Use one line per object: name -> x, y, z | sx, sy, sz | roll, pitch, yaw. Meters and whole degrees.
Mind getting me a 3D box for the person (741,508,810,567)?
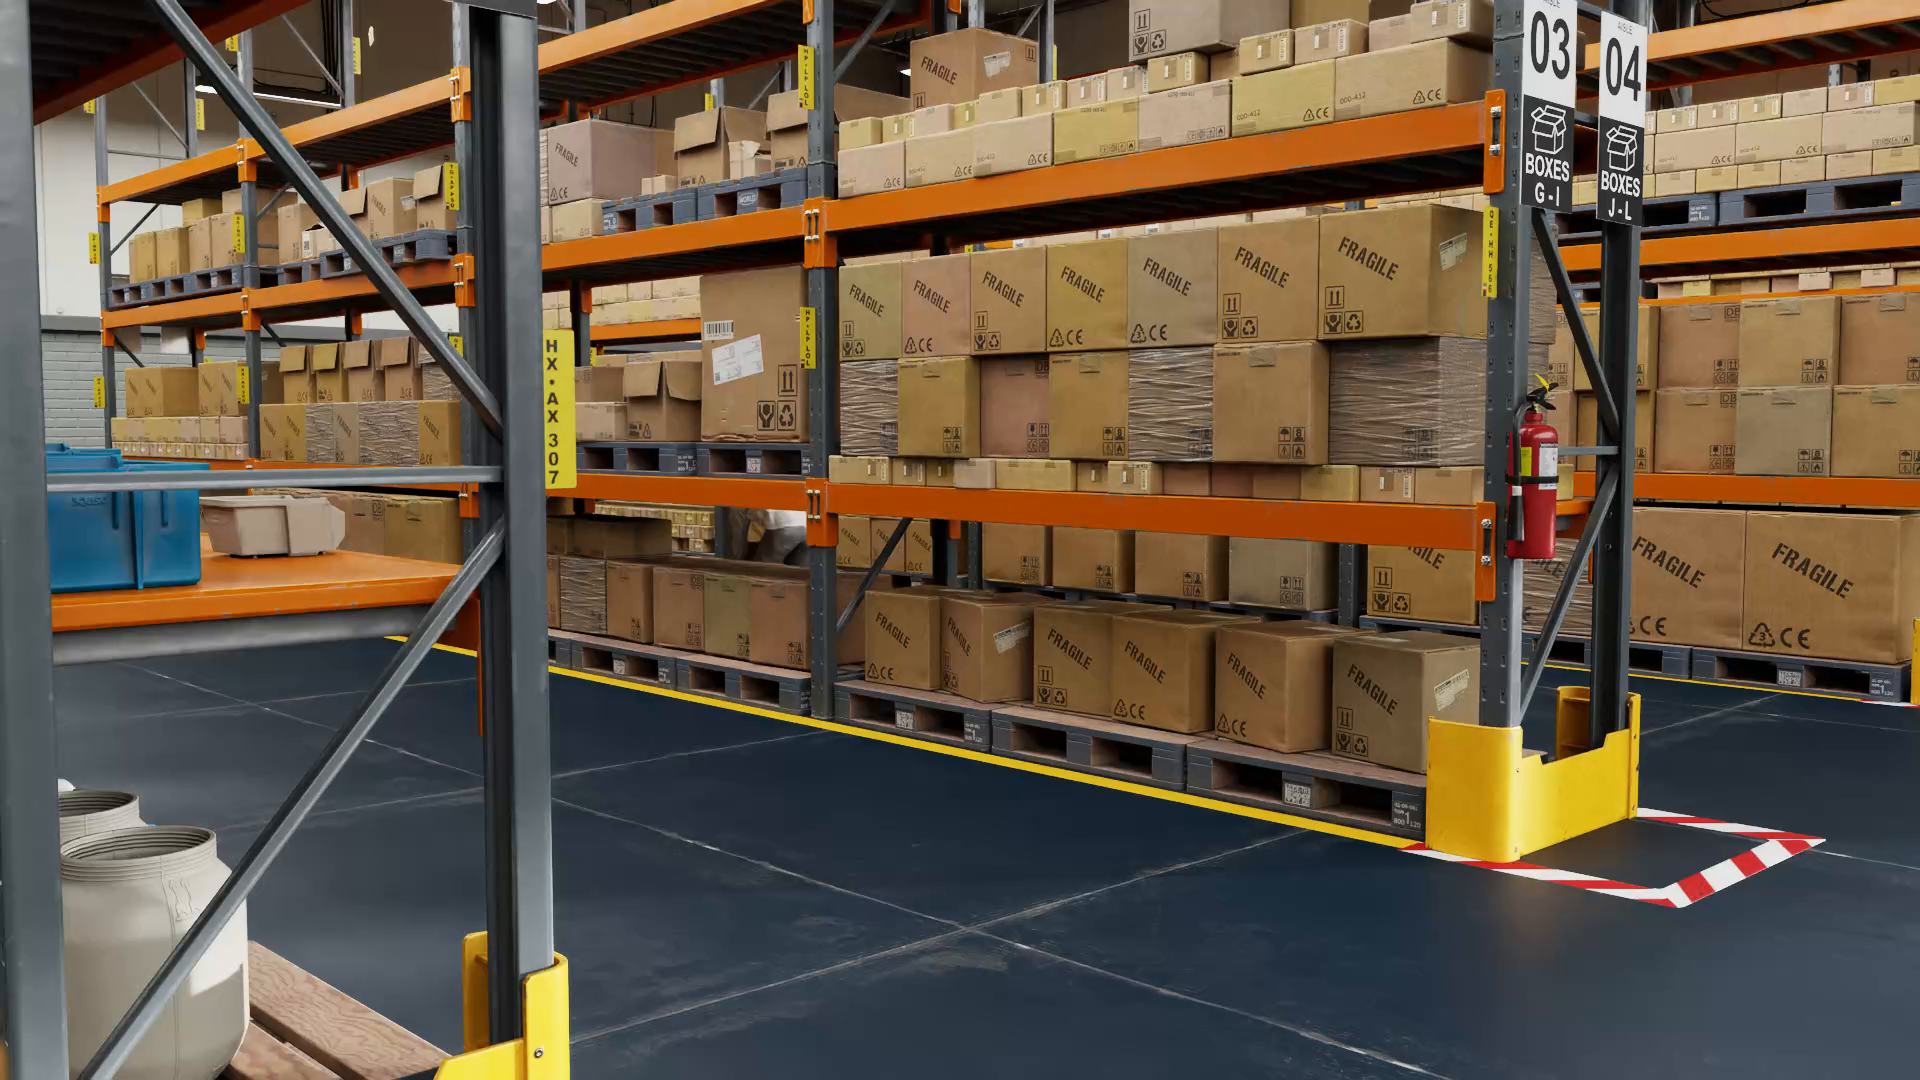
person -> -1.363, -0.116, 12.412 | 0.489, 1.762, 0.573 | -4, 5, -45
